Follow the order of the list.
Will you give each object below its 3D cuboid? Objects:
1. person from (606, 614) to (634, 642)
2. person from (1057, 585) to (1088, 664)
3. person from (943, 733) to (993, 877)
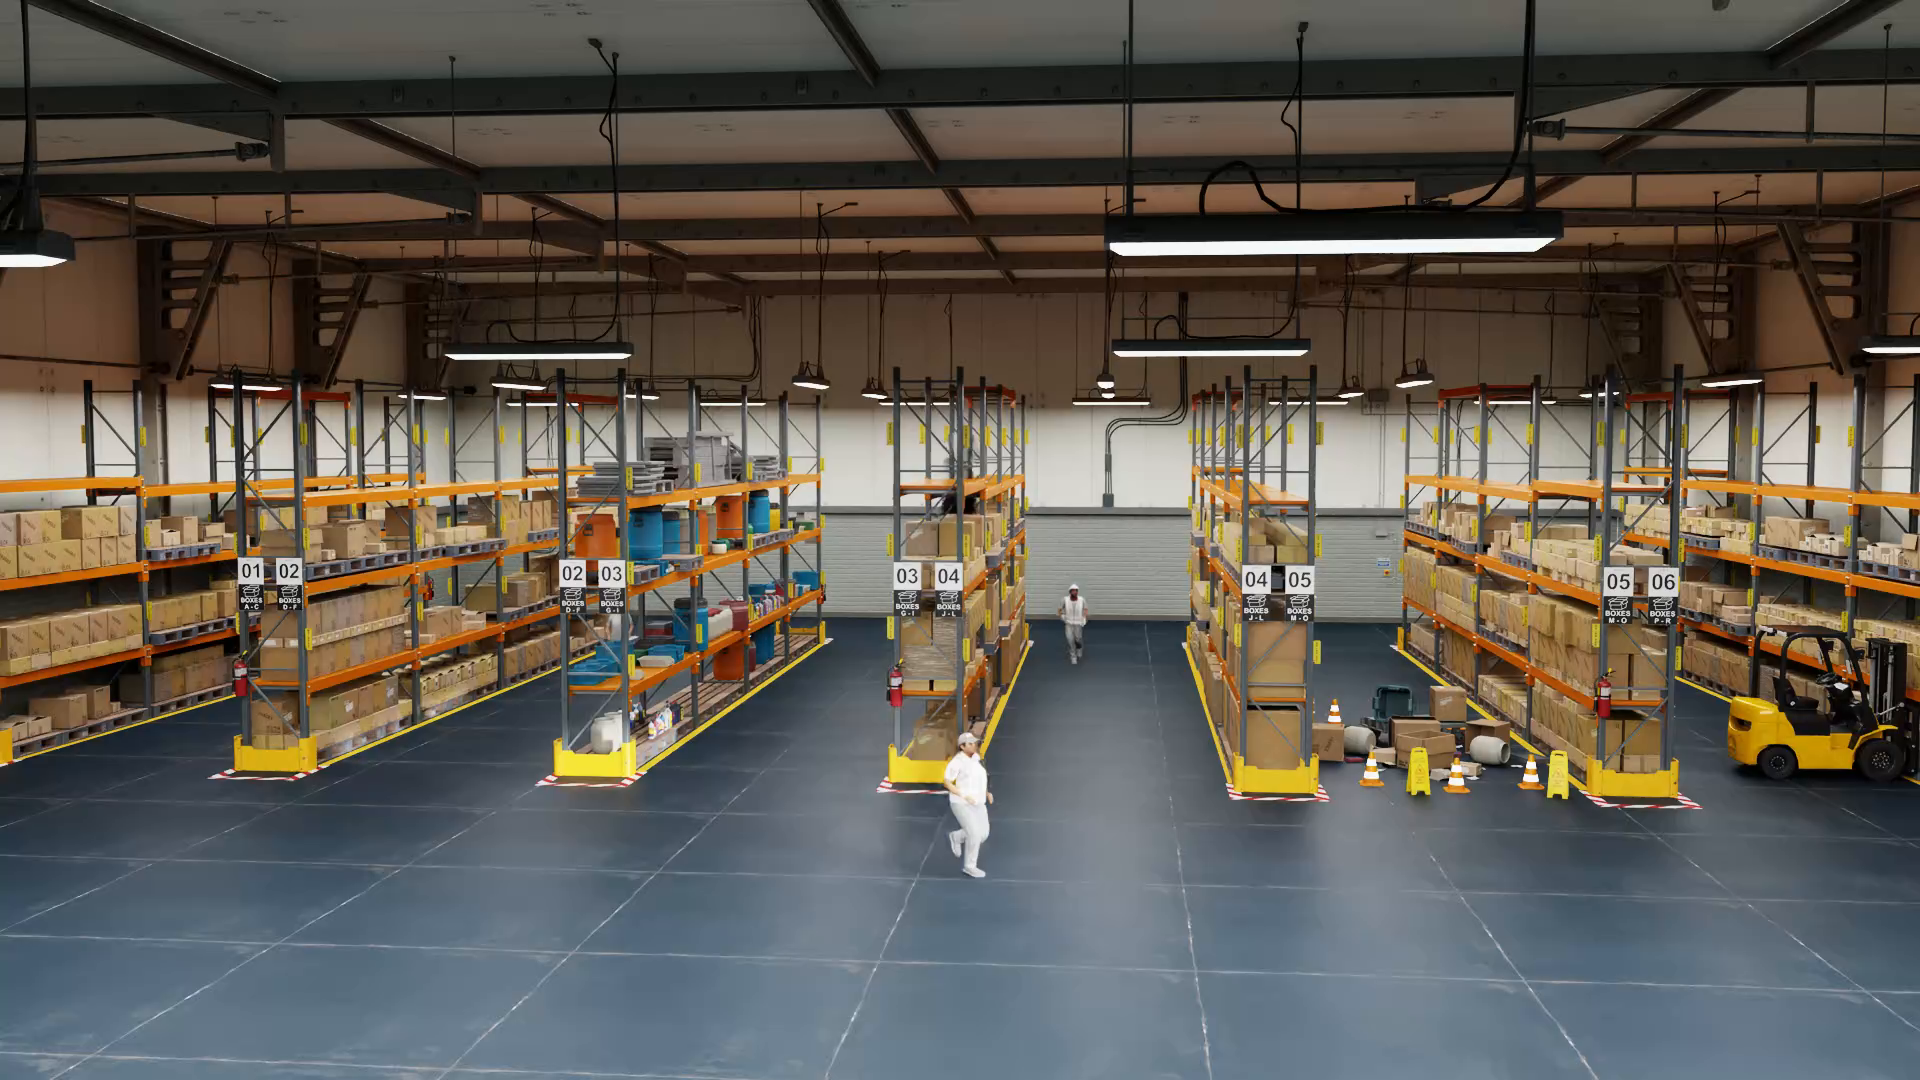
[{"bbox_3d":[-6.954,2.081,33.982,0.565,1.641,0.731,0,4,-8],"label":"person"},{"bbox_3d":[2.487,1.856,36.730,0.673,1.751,0.647,0,4,1],"label":"person"},{"bbox_3d":[0.051,3.017,19.091,0.592,1.632,0.608,3,5,38],"label":"person"}]
